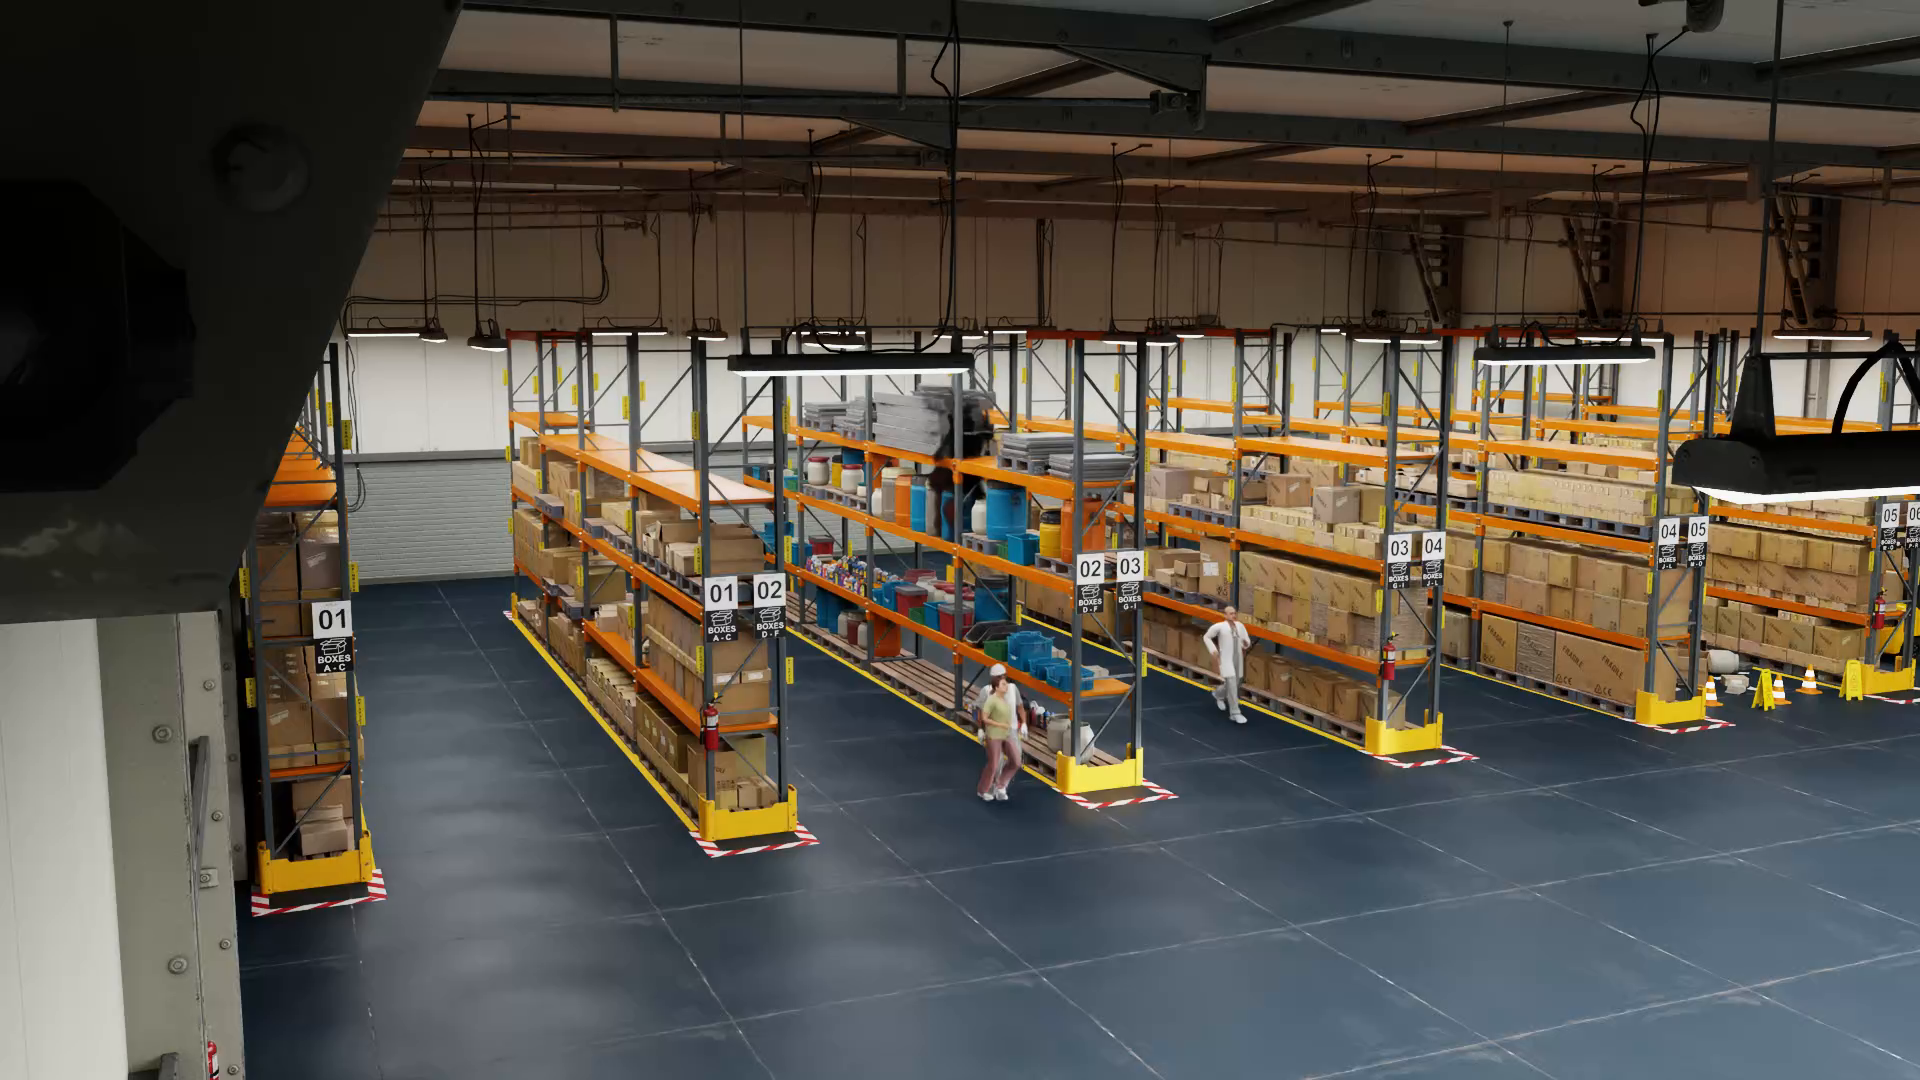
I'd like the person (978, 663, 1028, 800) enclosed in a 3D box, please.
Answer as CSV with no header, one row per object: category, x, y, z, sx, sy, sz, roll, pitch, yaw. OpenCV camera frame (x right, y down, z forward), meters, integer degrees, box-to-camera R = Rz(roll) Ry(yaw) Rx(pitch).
person,0.564,2.503,21.728,0.653,1.775,0.691,-1,8,-10

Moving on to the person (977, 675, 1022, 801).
person,0.527,2.579,21.637,0.570,1.655,0.587,7,11,42

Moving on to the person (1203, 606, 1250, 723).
person,4.213,2.007,25.998,0.709,1.547,1.057,-4,9,-26
